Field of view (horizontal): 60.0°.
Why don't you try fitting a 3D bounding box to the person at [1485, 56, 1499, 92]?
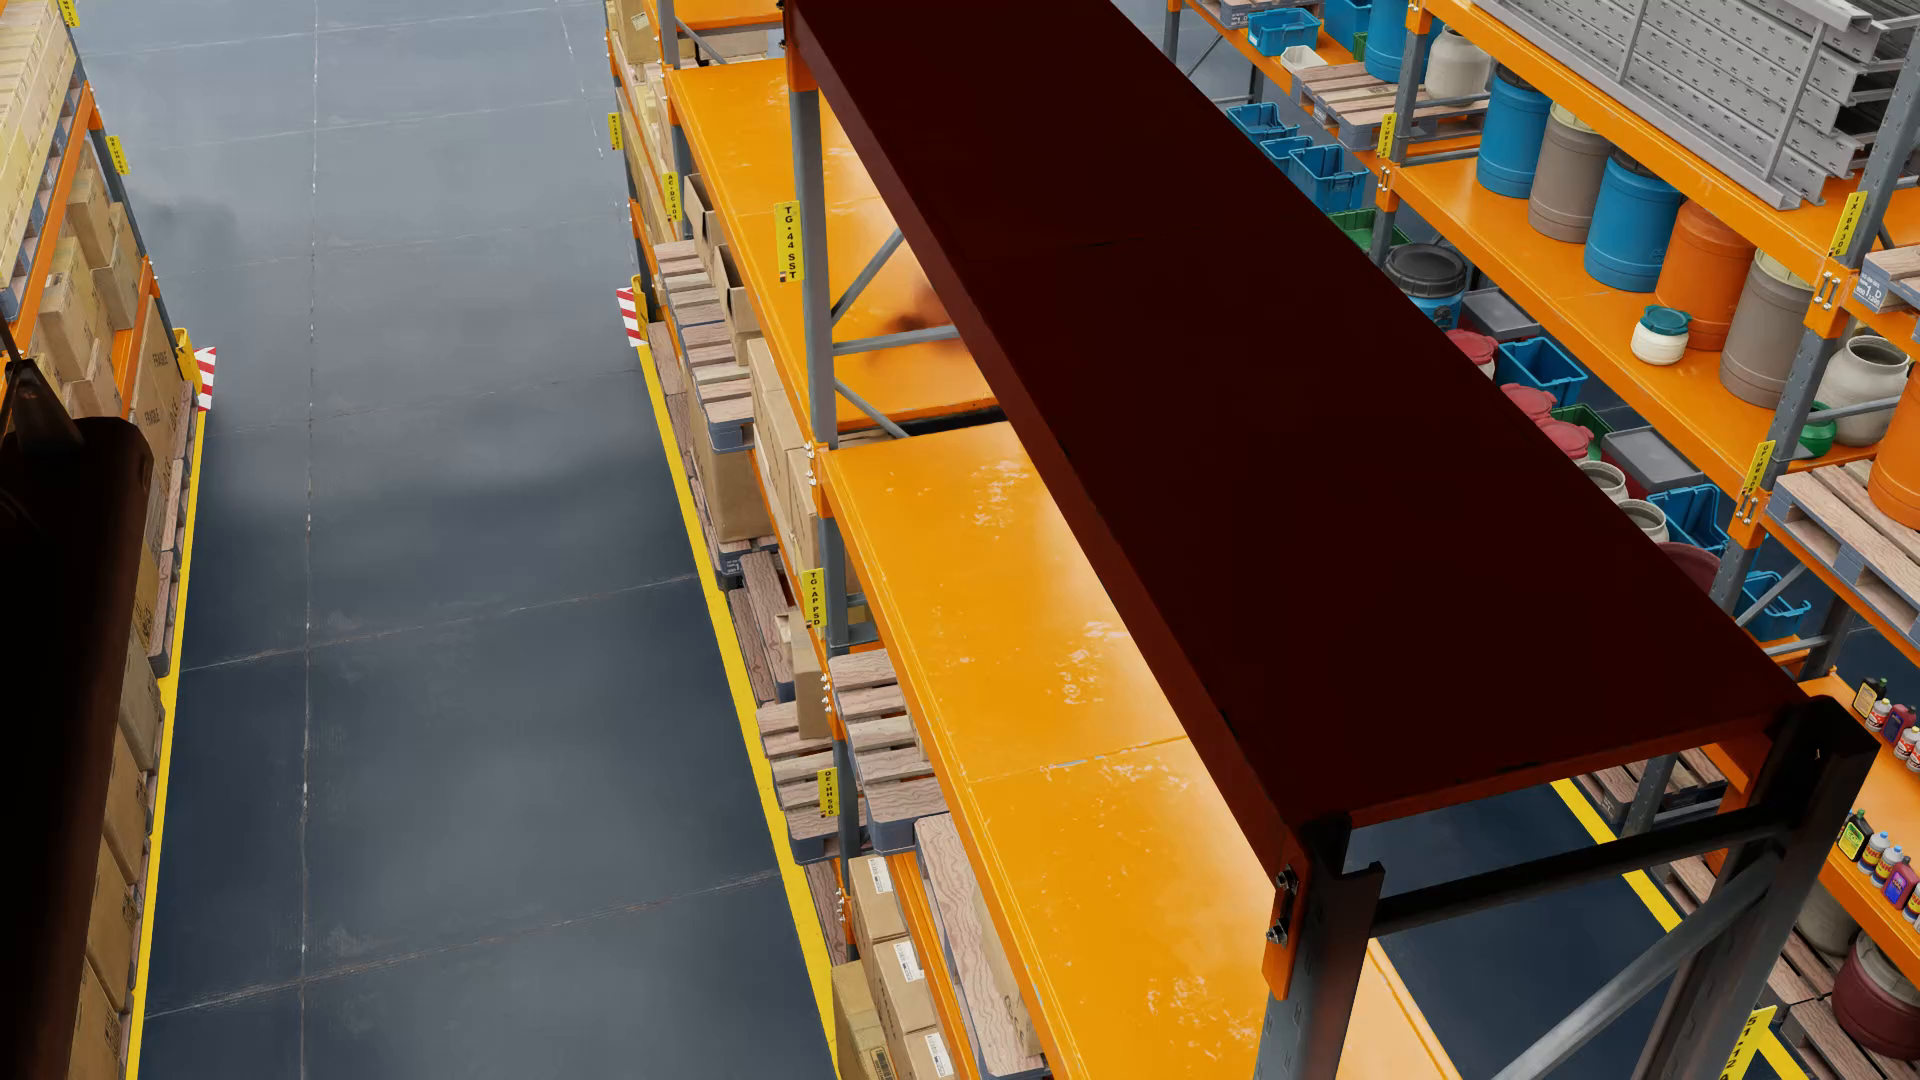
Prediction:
[{"bbox_3d":[5.929,-5.496,18.356,0.610,1.709,0.717,10,39,12],"label":"person"}]
